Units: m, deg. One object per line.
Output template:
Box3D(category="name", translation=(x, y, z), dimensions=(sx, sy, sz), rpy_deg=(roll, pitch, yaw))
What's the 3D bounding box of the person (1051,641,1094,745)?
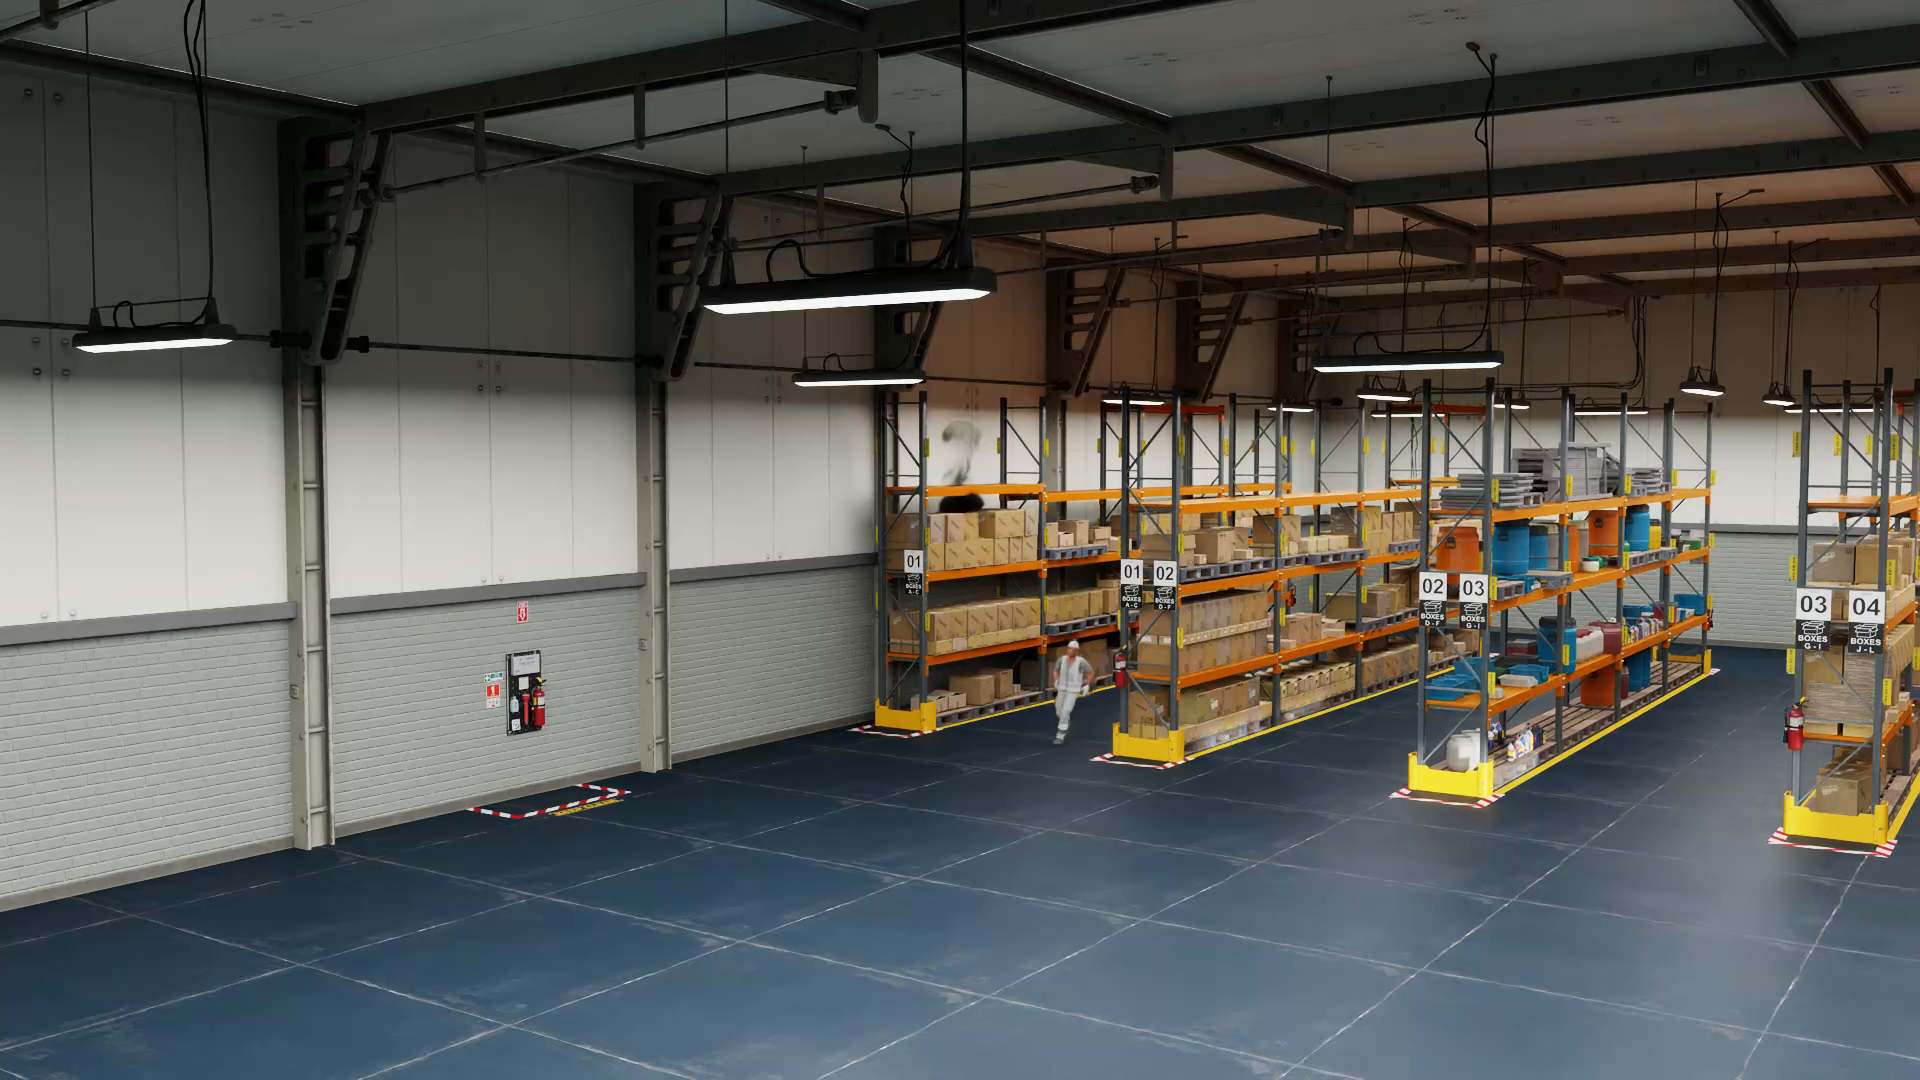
Box3D(category="person", translation=(1.924, 2.573, 28.218), dimensions=(0.718, 1.765, 0.788), rpy_deg=(2, 4, 26))
